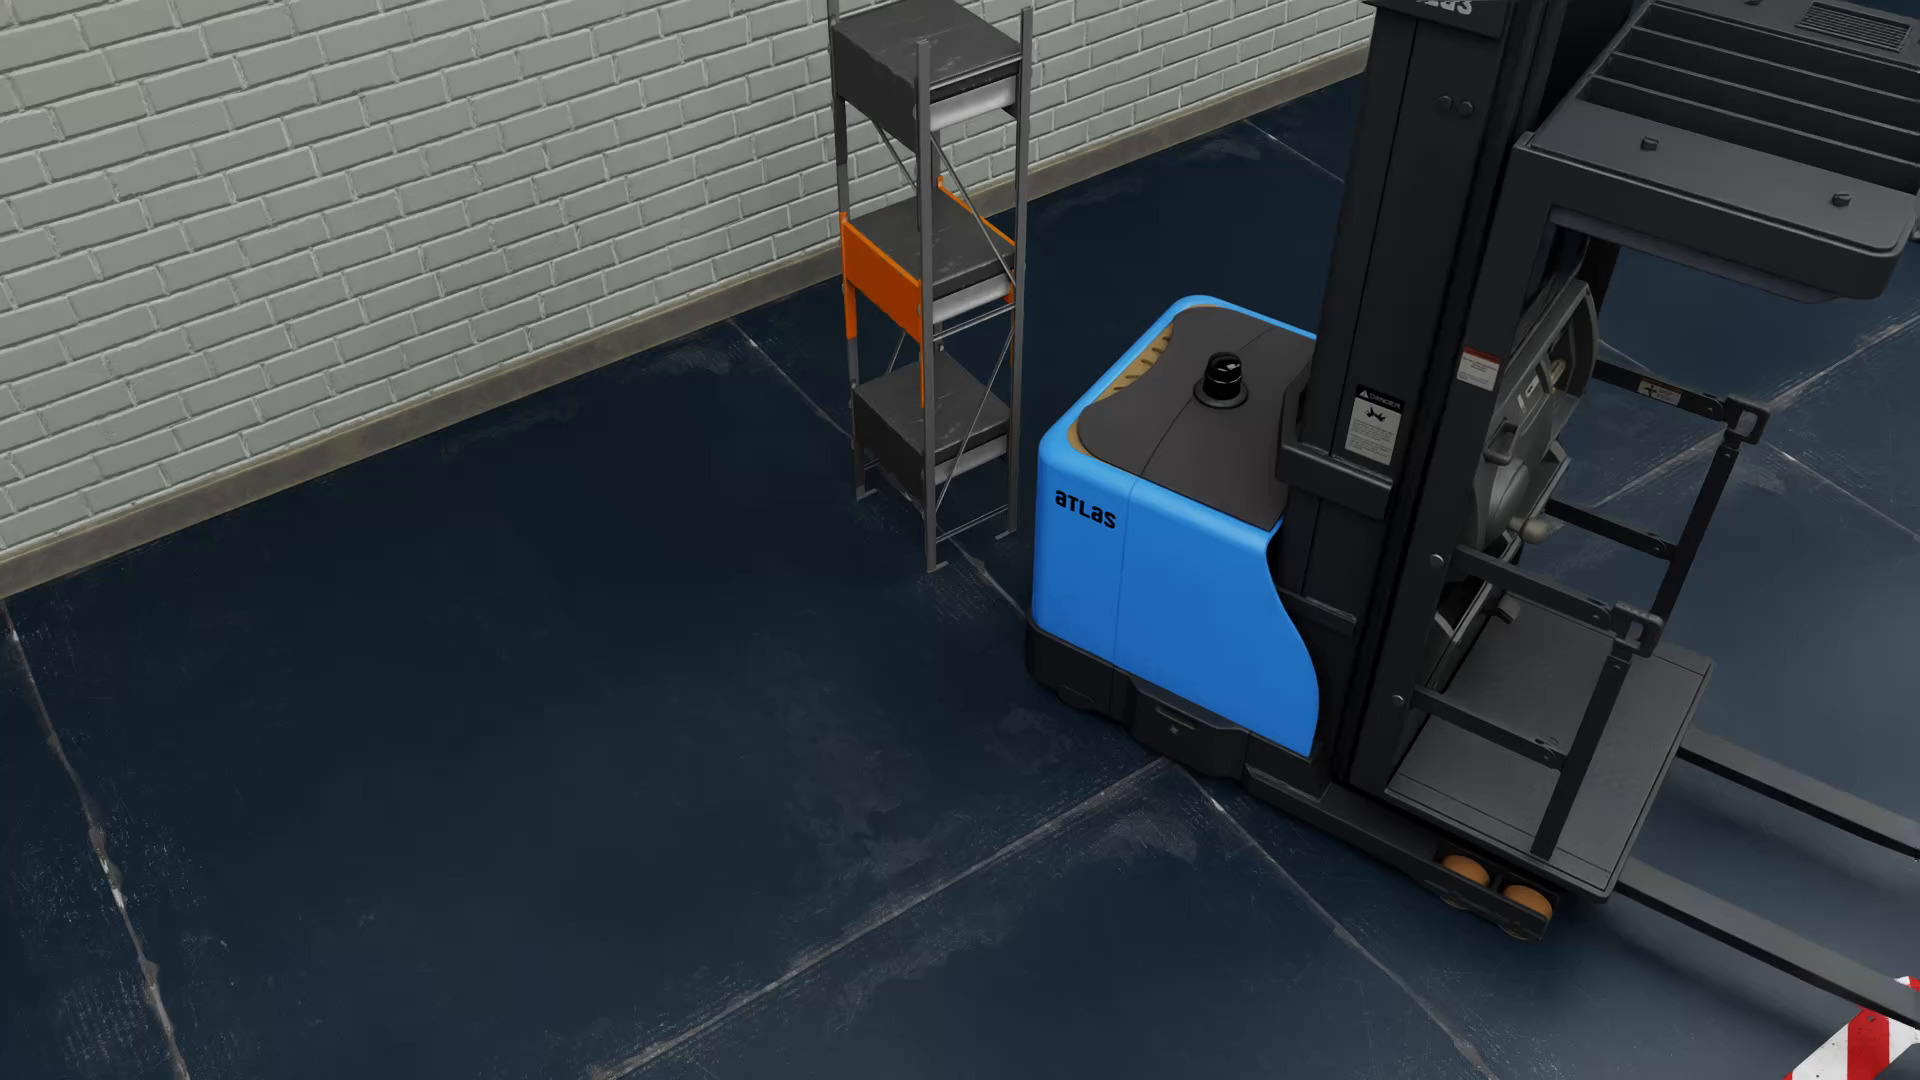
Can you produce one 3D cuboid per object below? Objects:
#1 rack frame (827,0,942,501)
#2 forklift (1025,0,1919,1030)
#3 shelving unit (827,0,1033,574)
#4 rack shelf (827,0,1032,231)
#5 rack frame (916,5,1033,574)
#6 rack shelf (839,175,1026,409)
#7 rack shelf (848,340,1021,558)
[{"bbox_3d":[-0.234,-0.991,5.768,0.400,2.100,0.015,-26,49,-24],"label":"rack frame"},{"bbox_3d":[1.729,-0.285,4.426,3.031,2.935,1.130,25,49,24],"label":"forklift"},{"bbox_3d":[-0.095,-0.853,5.623,0.431,2.100,0.503,-26,49,-24],"label":"shelving unit"},{"bbox_3d":[-0.095,-1.350,5.149,0.431,0.518,0.480,-26,49,-24],"label":"rack shelf"},{"bbox_3d":[0.045,-0.715,5.478,0.400,2.100,0.015,-26,49,-24],"label":"rack frame"},{"bbox_3d":[-0.095,-0.843,5.633,0.431,0.518,0.480,-26,49,-24],"label":"rack shelf"},{"bbox_3d":[-0.095,-0.337,6.116,0.431,0.518,0.480,-26,49,-24],"label":"rack shelf"}]
